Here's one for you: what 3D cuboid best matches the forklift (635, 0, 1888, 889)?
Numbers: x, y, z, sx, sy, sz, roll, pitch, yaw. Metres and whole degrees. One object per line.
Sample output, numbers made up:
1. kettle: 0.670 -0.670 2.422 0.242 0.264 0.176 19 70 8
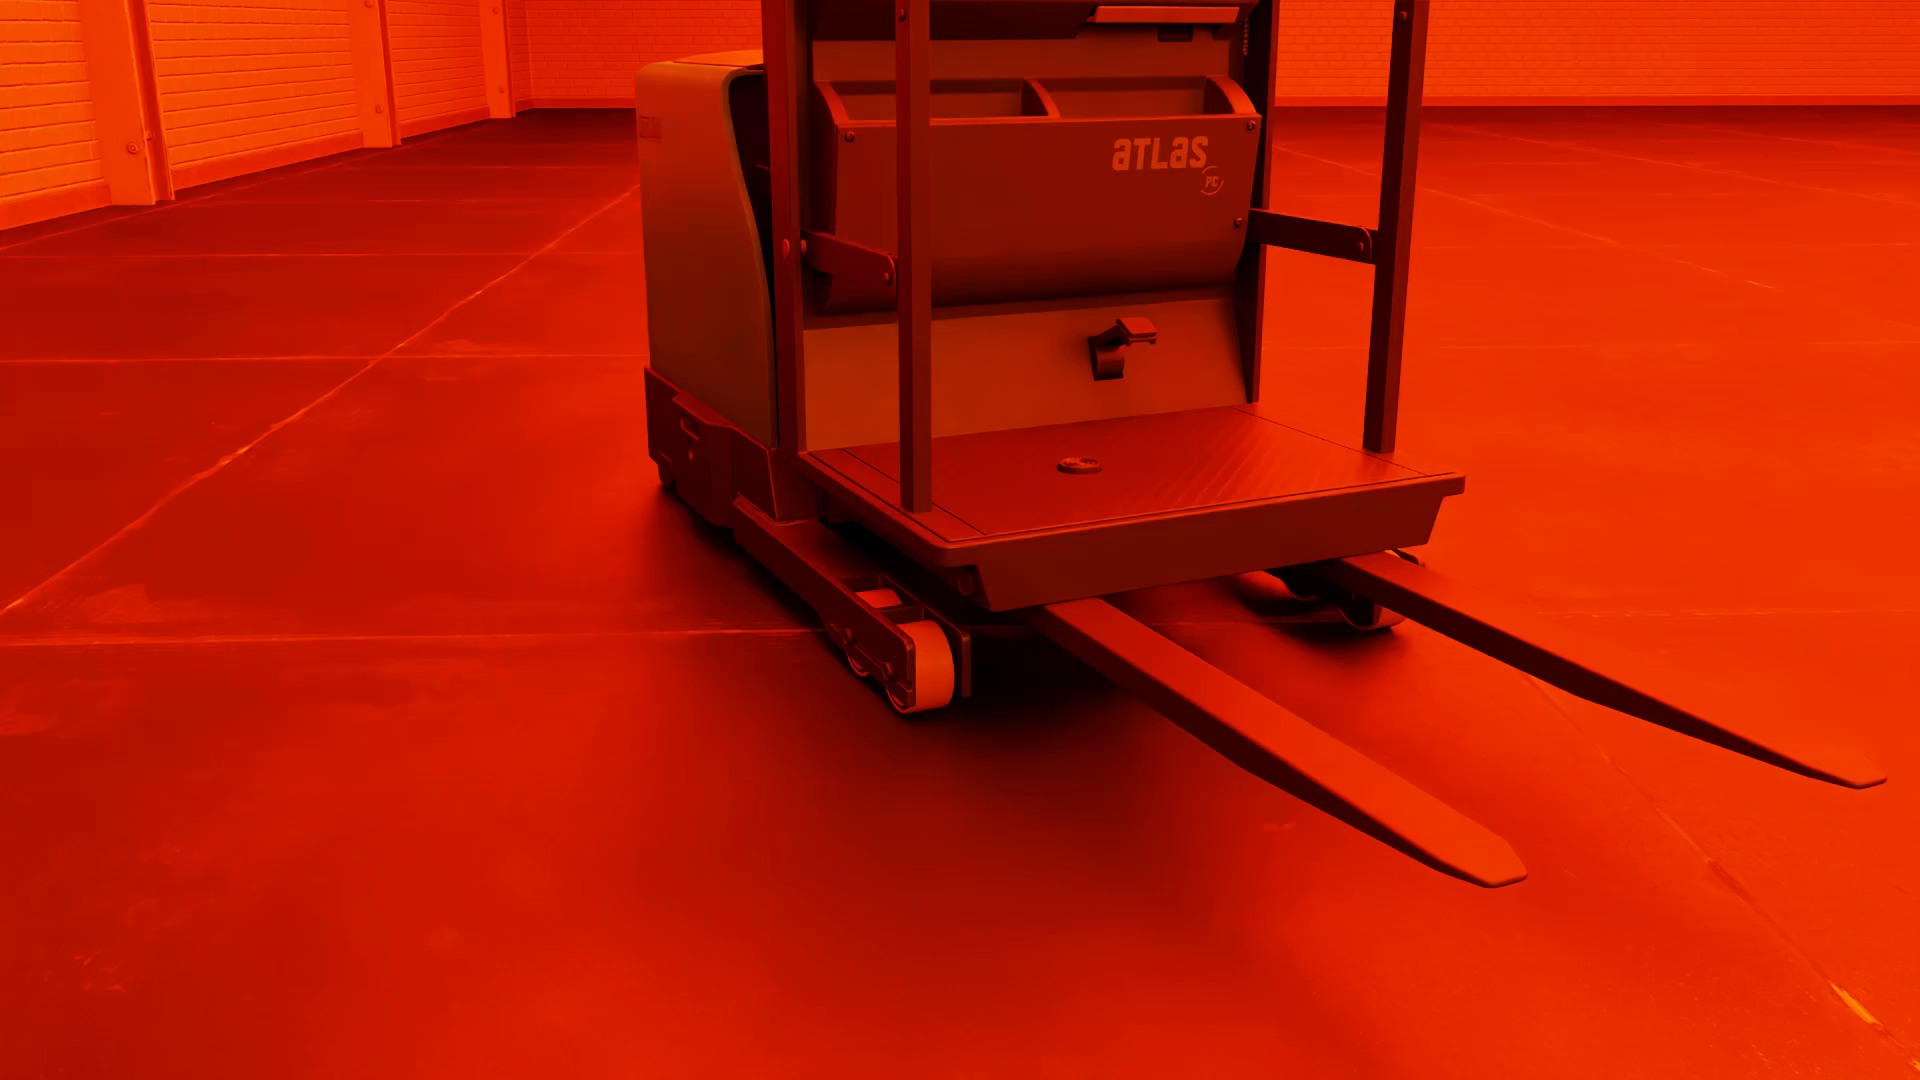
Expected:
1. forklift: 0.258 -1.240 2.962 1.130 2.935 3.031 -8 19 -24
